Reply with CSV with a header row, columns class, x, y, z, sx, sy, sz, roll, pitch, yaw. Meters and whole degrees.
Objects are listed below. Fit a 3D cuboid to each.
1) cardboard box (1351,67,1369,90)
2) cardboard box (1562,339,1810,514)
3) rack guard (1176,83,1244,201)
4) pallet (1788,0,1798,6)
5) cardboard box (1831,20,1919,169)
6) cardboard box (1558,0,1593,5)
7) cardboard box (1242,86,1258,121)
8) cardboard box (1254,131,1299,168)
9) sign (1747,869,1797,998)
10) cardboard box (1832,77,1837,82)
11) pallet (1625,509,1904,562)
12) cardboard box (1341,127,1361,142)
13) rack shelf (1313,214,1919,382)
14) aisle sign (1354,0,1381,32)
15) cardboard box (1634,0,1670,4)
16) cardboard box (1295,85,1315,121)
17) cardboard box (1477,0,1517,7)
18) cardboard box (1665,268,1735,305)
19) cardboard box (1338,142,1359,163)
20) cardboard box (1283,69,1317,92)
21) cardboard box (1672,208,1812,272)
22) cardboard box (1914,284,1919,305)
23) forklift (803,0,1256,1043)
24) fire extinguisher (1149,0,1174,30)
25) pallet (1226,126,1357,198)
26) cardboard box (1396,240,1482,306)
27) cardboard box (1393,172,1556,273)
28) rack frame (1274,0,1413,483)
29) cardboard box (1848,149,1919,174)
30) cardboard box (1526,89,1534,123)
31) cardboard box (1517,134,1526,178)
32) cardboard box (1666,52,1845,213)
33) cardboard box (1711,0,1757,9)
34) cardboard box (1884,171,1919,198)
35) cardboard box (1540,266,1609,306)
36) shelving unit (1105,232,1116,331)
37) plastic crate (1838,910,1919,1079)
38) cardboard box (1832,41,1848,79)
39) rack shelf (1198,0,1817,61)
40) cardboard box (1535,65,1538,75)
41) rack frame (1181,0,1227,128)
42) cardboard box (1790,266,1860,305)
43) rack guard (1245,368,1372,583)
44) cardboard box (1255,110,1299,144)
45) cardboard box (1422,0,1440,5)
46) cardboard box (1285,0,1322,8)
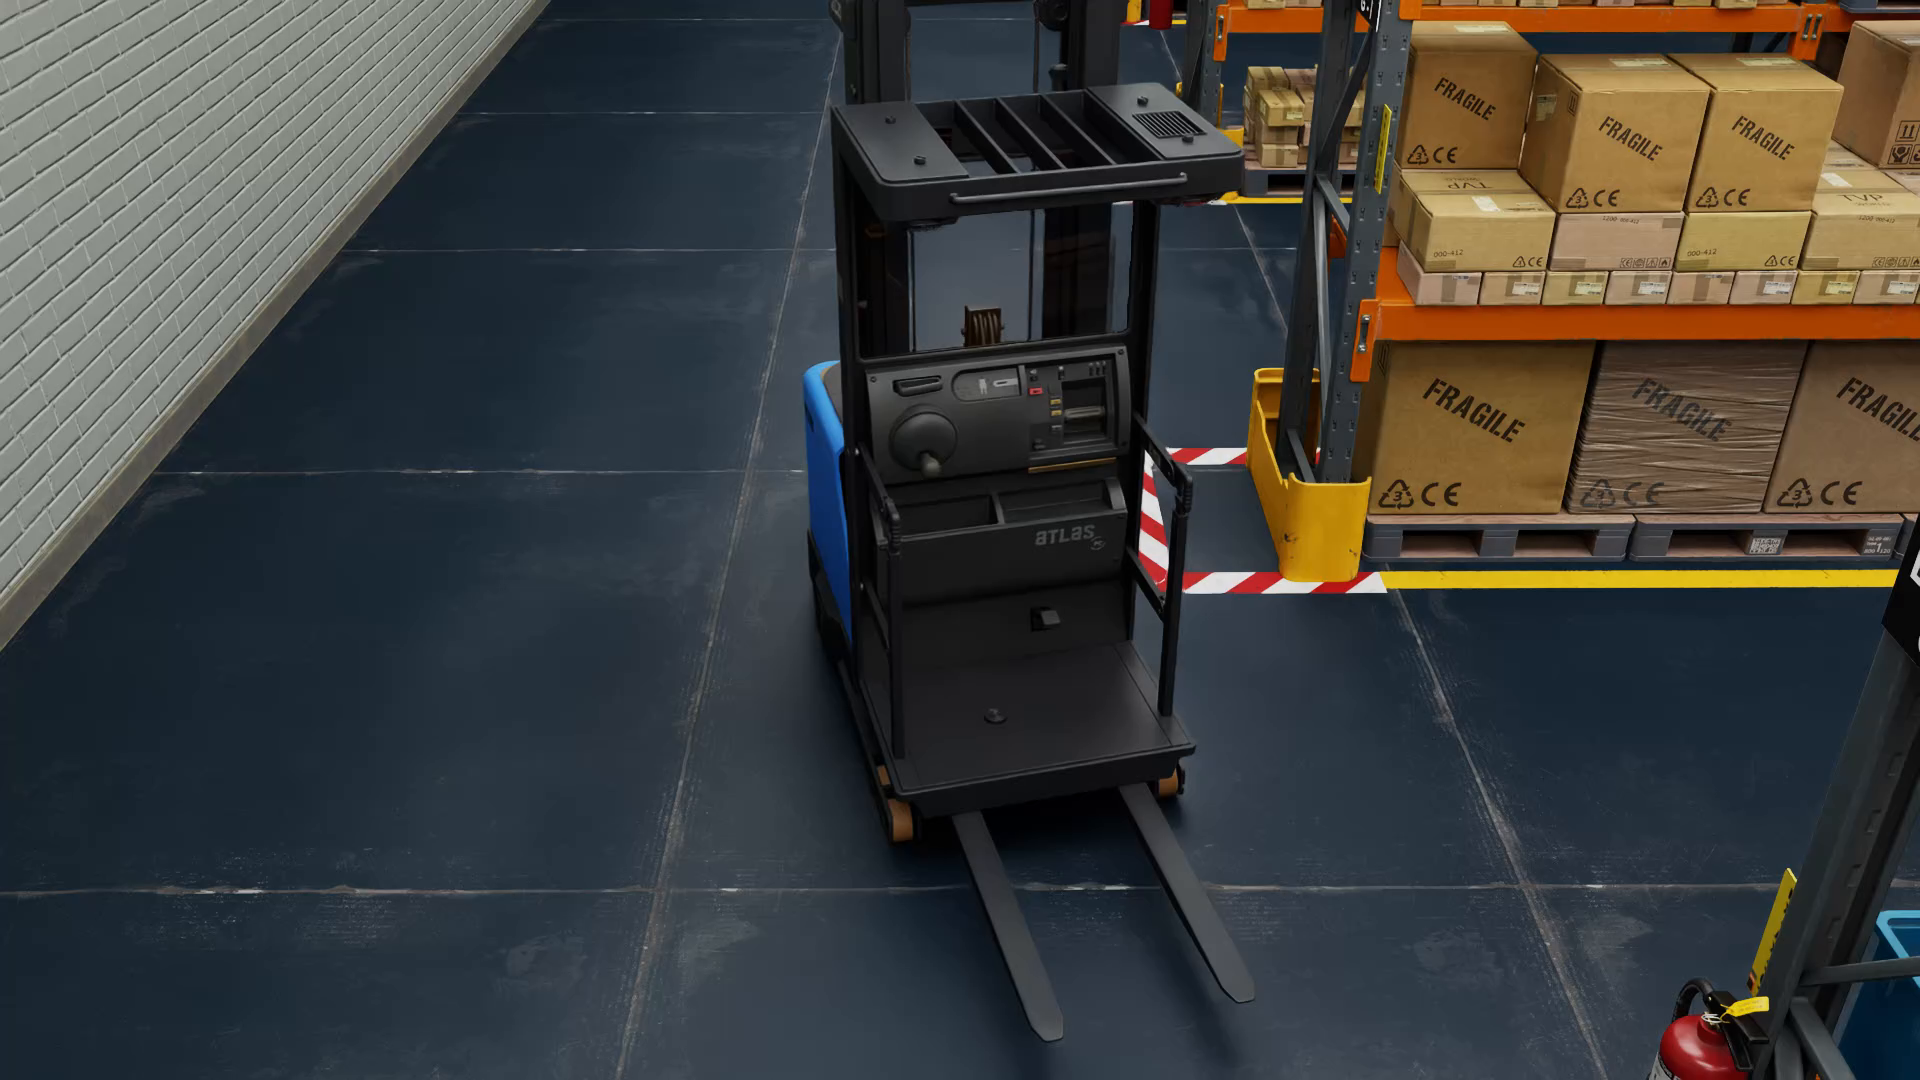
class,x,y,z,sx,sy,sz,roll,pitch,yaw
cardboard box,3.007,-3.324,12.106,0.250,0.149,0.380,-1,31,-2
cardboard box,3.188,-0.714,7.679,0.875,0.875,0.875,0,31,0
rack guard,1.786,-2.901,12.050,0.348,0.500,1.175,0,31,0
pallet,7.573,-5.404,16.454,1.213,0.211,1.003,0,31,0
cardboard box,4.145,-1.923,7.162,0.500,0.500,0.500,-1,31,-2
cardboard box,4.116,-3.748,11.278,0.250,0.149,0.380,-1,31,-1
cardboard box,2.236,-3.208,12.202,0.250,0.149,0.380,-1,31,-2
cardboard box,2.235,-2.766,11.761,0.250,0.149,0.380,0,31,1
sign,1.649,0.817,3.354,0.005,0.325,0.100,0,31,0
cardboard box,6.450,-2.958,11.739,0.500,0.500,0.500,1,31,2
pallet,3.654,-0.250,7.959,1.213,0.211,1.003,0,31,0
cardboard box,2.753,-2.945,11.768,0.250,0.149,0.380,0,31,0
rack shelf,3.638,-1.096,7.357,4.000,0.370,1.077,0,31,0
aisle sign,1.568,-2.352,6.229,0.004,0.787,0.394,0,31,0
cardboard box,4.643,-3.760,11.298,0.250,0.149,0.380,-1,31,-2
cardboard box,2.510,-3.074,11.694,0.250,0.149,0.380,0,31,1
cardboard box,3.595,-3.725,11.240,0.250,0.149,0.380,1,31,2
cardboard box,3.023,-1.124,6.952,0.250,0.149,0.380,-1,31,-1
cardboard box,2.745,-2.814,11.840,0.250,0.149,0.380,0,31,0
cardboard box,2.489,-3.289,12.049,0.250,0.149,0.380,0,31,1
cardboard box,3.142,-1.326,6.902,0.500,0.250,0.500,-1,31,-2
cardboard box,4.050,-1.127,6.958,0.250,0.149,0.380,-1,31,-1
forklift,0.196,-0.390,5.568,1.130,2.935,3.031,-8,32,-12
fire extinguisher,1.455,-4.016,11.912,0.183,0.674,0.296,0,31,0
pallet,2.598,-2.762,12.099,1.213,0.211,1.003,0,31,0
cardboard box,1.995,-1.119,6.945,0.250,0.149,0.380,0,31,0
cardboard box,2.120,-1.321,6.894,0.500,0.250,0.500,-1,31,-2
rack frame,1.638,-1.397,7.161,0.127,3.000,1.000,0,31,0
cardboard box,4.152,-1.603,7.359,0.500,0.250,0.500,1,31,1
cardboard box,4.051,-3.019,11.604,0.250,0.149,0.380,-1,31,-2
cardboard box,2.629,-1.600,7.354,0.500,0.250,0.500,-1,31,-1
cardboard box,3.138,-1.648,6.710,0.500,0.500,0.500,-1,31,-2
cardboard box,5.168,-3.695,11.191,0.250,0.149,0.380,-1,31,-2
cardboard box,4.171,-1.330,6.909,0.500,0.250,0.500,0,31,1
cardboard box,2.508,-1.122,6.950,0.250,0.149,0.380,-1,31,-1
shelving unit,0.094,-0.709,7.472,1.048,1.500,0.538,-6,32,-9
plastic crate,2.002,1.034,3.063,0.499,0.435,0.616,0,31,0
cardboard box,6.450,-3.279,11.545,0.500,0.250,0.500,-1,31,-2
rack shelf,3.710,-3.669,11.598,4.000,0.370,1.077,0,31,0
cardboard box,4.320,-3.336,12.127,0.250,0.149,0.380,0,31,1
rack frame,1.710,-3.970,11.401,0.127,3.000,1.000,0,31,0
cardboard box,3.533,-1.125,6.954,0.250,0.149,0.380,-1,31,-2
rack guard,1.614,-0.328,7.809,0.348,0.500,1.175,0,31,0
cardboard box,2.235,-2.926,11.738,0.250,0.149,0.380,1,31,2
cardboard box,3.089,-3.749,11.279,0.250,0.149,0.380,0,31,-1
cardboard box,2.290,-3.716,11.225,0.250,0.149,0.380,1,31,1
